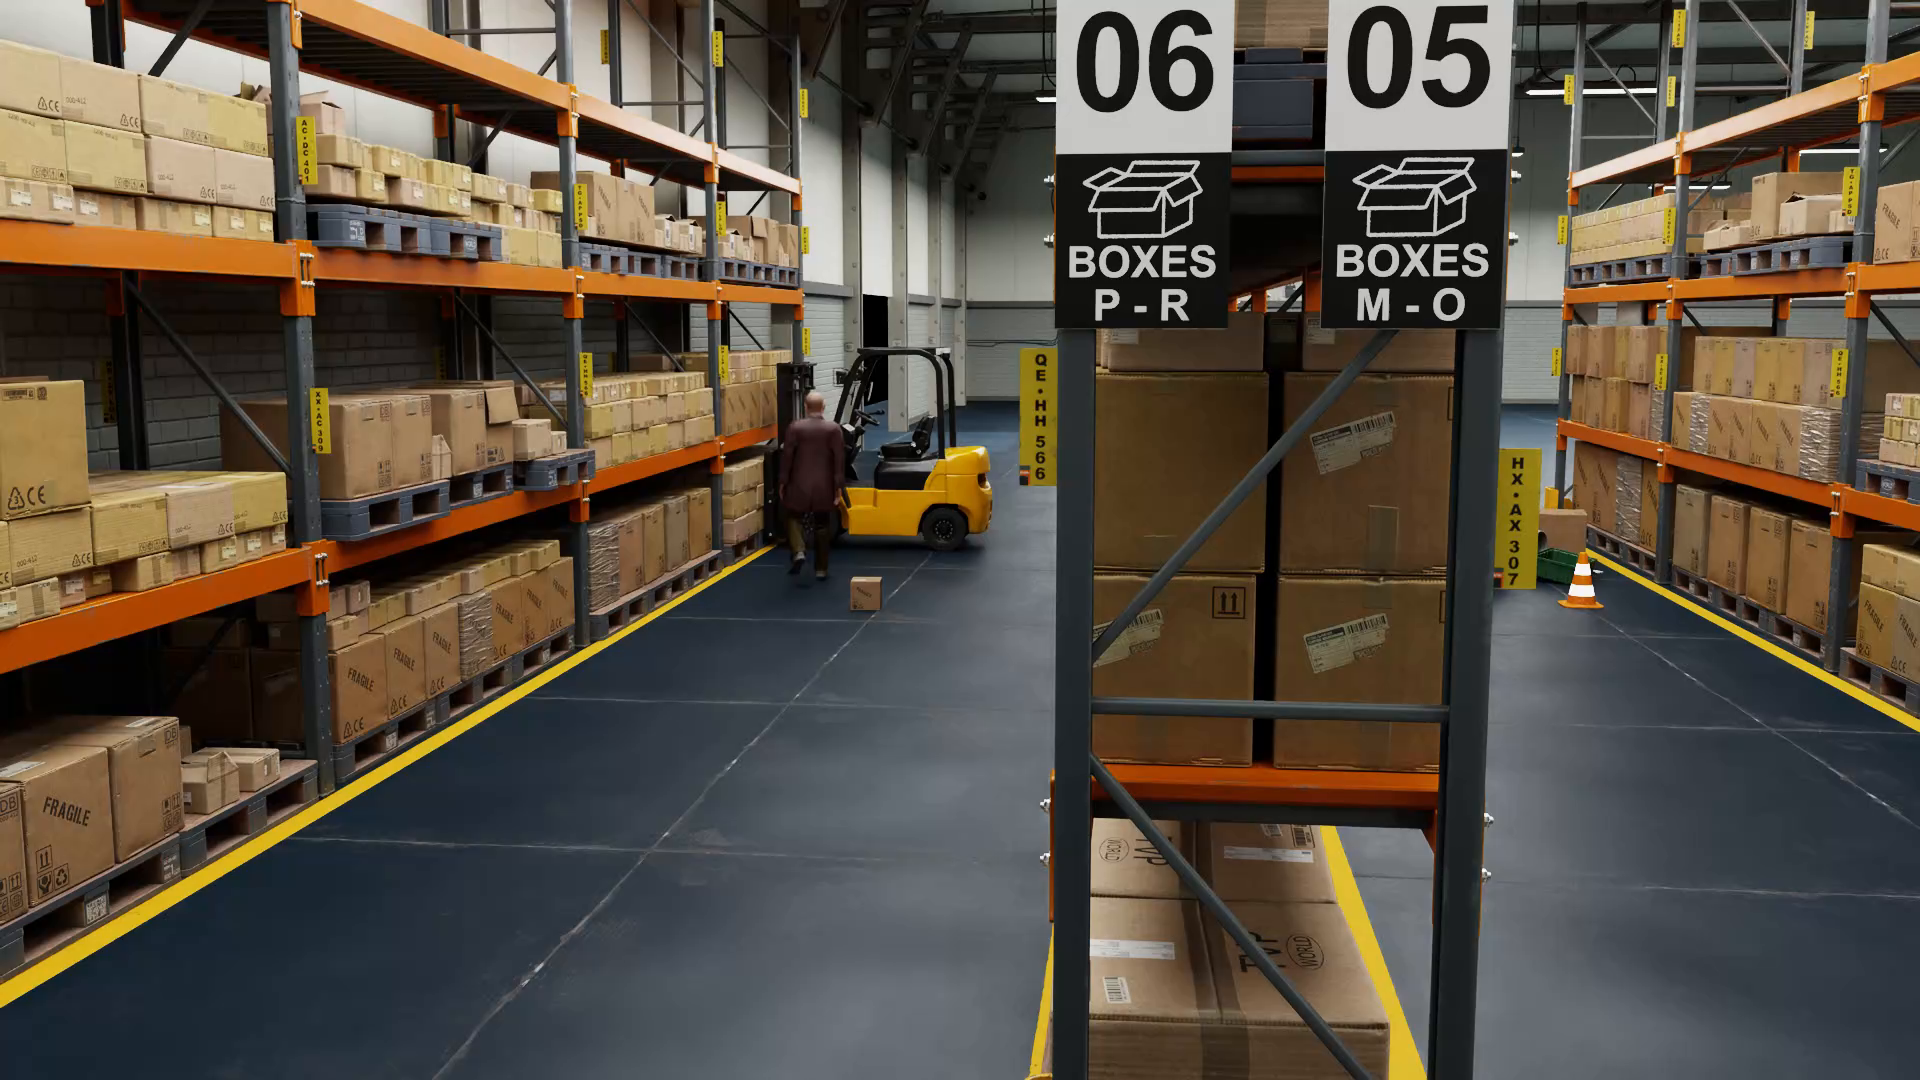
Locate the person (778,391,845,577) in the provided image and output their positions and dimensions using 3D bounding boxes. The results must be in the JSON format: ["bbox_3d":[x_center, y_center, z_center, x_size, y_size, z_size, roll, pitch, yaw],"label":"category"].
[{"bbox_3d":[-1.399,-0.512,15.616,0.625,1.765,0.769,-1,8,-10],"label":"person"}]
